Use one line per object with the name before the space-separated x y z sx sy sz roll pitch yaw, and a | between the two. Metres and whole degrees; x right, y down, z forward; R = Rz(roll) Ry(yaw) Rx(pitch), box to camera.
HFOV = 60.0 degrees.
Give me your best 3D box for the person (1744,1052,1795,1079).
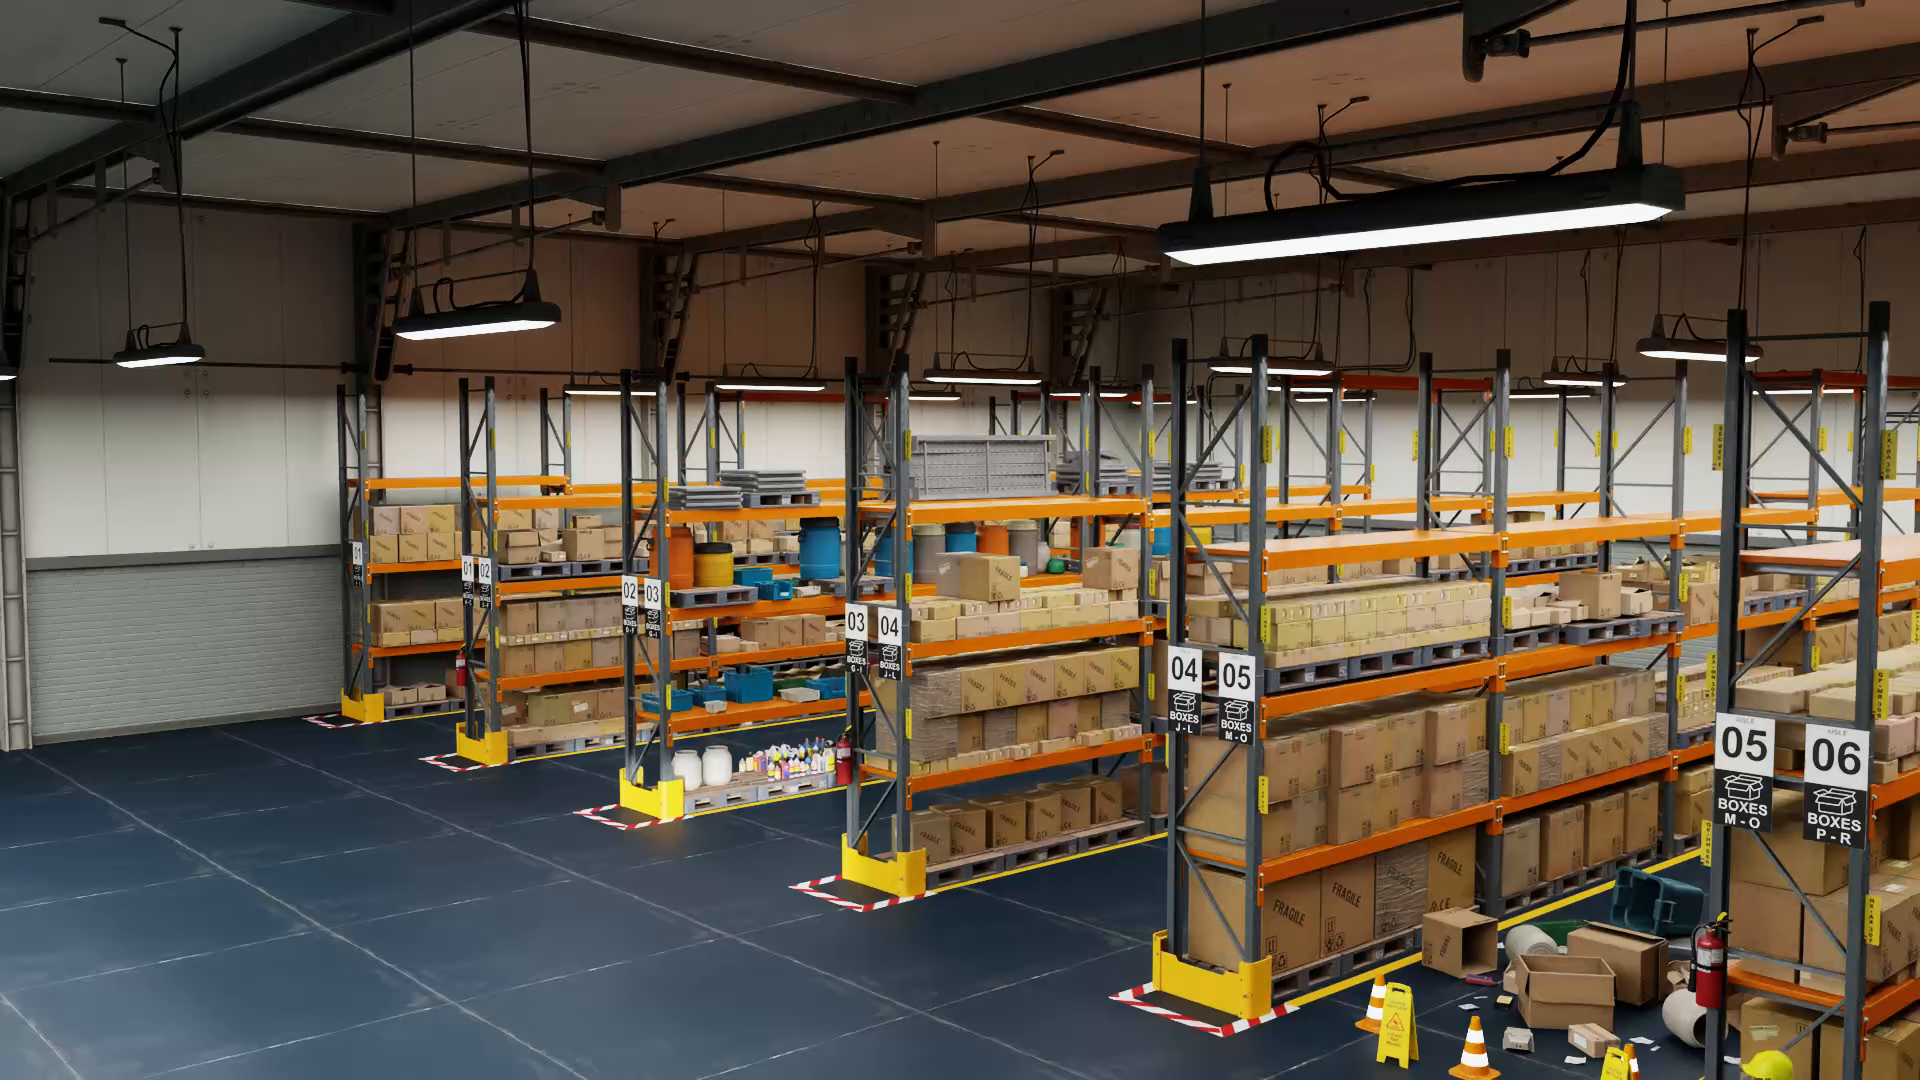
person | 4.639 3.703 9.595 0.720 1.646 0.850 -2 4 -23
